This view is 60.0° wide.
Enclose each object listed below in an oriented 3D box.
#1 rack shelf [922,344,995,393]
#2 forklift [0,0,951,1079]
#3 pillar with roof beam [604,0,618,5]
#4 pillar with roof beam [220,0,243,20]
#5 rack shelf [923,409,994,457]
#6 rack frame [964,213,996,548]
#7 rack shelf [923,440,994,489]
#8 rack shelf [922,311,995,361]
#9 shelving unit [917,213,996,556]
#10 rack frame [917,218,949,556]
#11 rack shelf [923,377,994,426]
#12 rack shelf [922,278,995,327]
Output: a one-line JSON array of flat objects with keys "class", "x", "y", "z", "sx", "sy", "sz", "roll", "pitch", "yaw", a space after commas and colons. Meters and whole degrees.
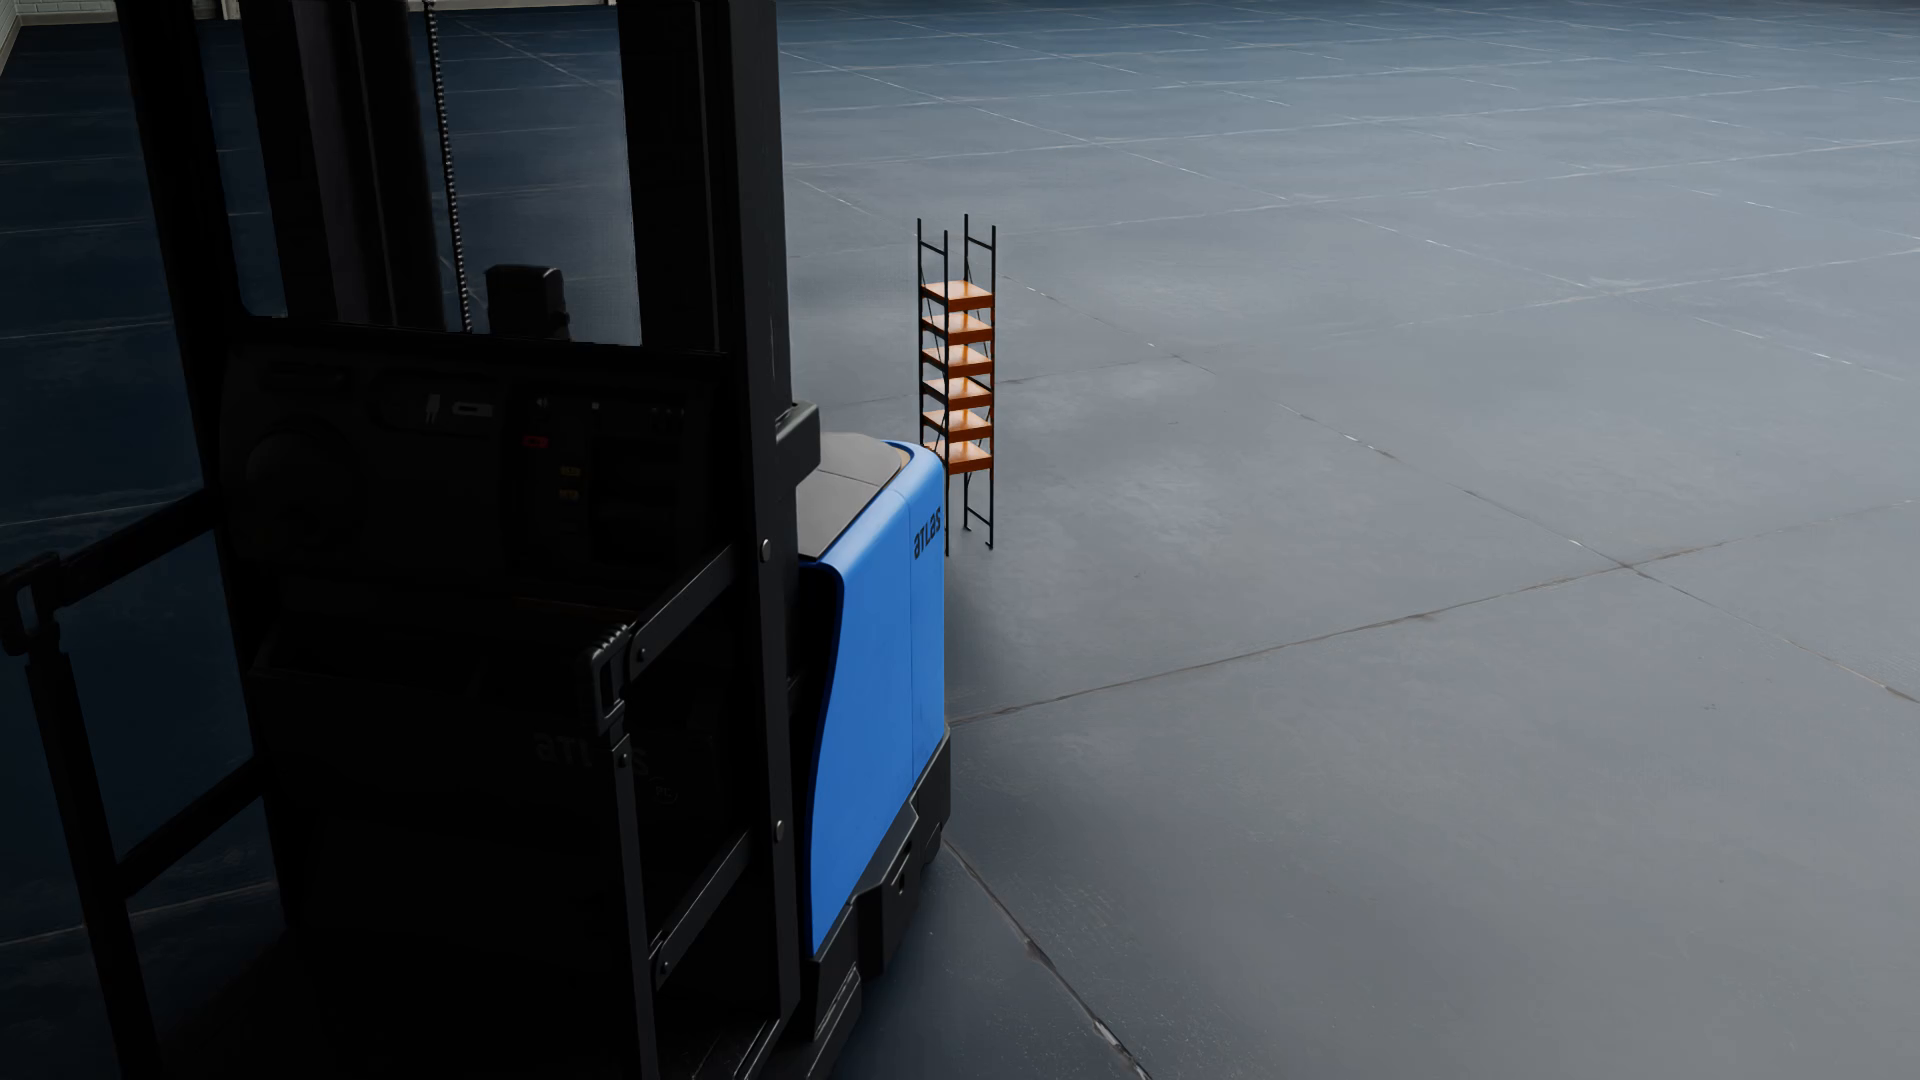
[{"class": "rack shelf", "x": -0.013, "y": -0.622, "z": 5.986, "sx": 0.180, "sy": 0.103, "sz": 0.258, "roll": -10, "pitch": 25, "yaw": -24}, {"class": "forklift", "x": -0.913, "y": -0.103, "z": 2.666, "sx": 1.130, "sy": 2.935, "sz": 3.031, "roll": 6, "pitch": 23, "yaw": 14}, {"class": "pillar with roof beam", "x": -3.938, "y": -11.755, "z": 22.882, "sx": 0.400, "sy": 9.000, "sz": 9.100, "roll": -10, "pitch": 25, "yaw": -24}, {"class": "pillar with roof beam", "x": -9.344, "y": -10.760, "z": 20.478, "sx": 0.400, "sy": 9.000, "sz": 9.100, "roll": -10, "pitch": 25, "yaw": -24}, {"class": "rack shelf", "x": -0.013, "y": -0.400, "z": 6.078, "sx": 0.180, "sy": 0.103, "sz": 0.258, "roll": -10, "pitch": 25, "yaw": -24}, {"class": "rack frame", "x": 0.069, "y": -0.567, "z": 6.051, "sx": 0.006, "sy": 1.200, "sz": 0.240, "roll": -10, "pitch": 25, "yaw": -24}, {"class": "rack shelf", "x": -0.013, "y": -0.289, "z": 6.124, "sx": 0.180, "sy": 0.103, "sz": 0.258, "roll": -10, "pitch": 25, "yaw": -24}, {"class": "rack shelf", "x": -0.013, "y": -0.733, "z": 5.940, "sx": 0.180, "sy": 0.103, "sz": 0.258, "roll": -10, "pitch": 25, "yaw": -24}, {"class": "shelving unit", "x": -0.013, "y": -0.552, "z": 6.015, "sx": 0.189, "sy": 1.200, "sz": 0.258, "roll": -10, "pitch": 25, "yaw": -24}, {"class": "rack frame", "x": -0.095, "y": -0.537, "z": 5.978, "sx": 0.006, "sy": 1.200, "sz": 0.240, "roll": -10, "pitch": 25, "yaw": -24}, {"class": "rack shelf", "x": -0.013, "y": -0.511, "z": 6.032, "sx": 0.180, "sy": 0.103, "sz": 0.258, "roll": -10, "pitch": 25, "yaw": -24}, {"class": "rack shelf", "x": -0.013, "y": -0.844, "z": 5.894, "sx": 0.180, "sy": 0.103, "sz": 0.258, "roll": -10, "pitch": 25, "yaw": -24}]
